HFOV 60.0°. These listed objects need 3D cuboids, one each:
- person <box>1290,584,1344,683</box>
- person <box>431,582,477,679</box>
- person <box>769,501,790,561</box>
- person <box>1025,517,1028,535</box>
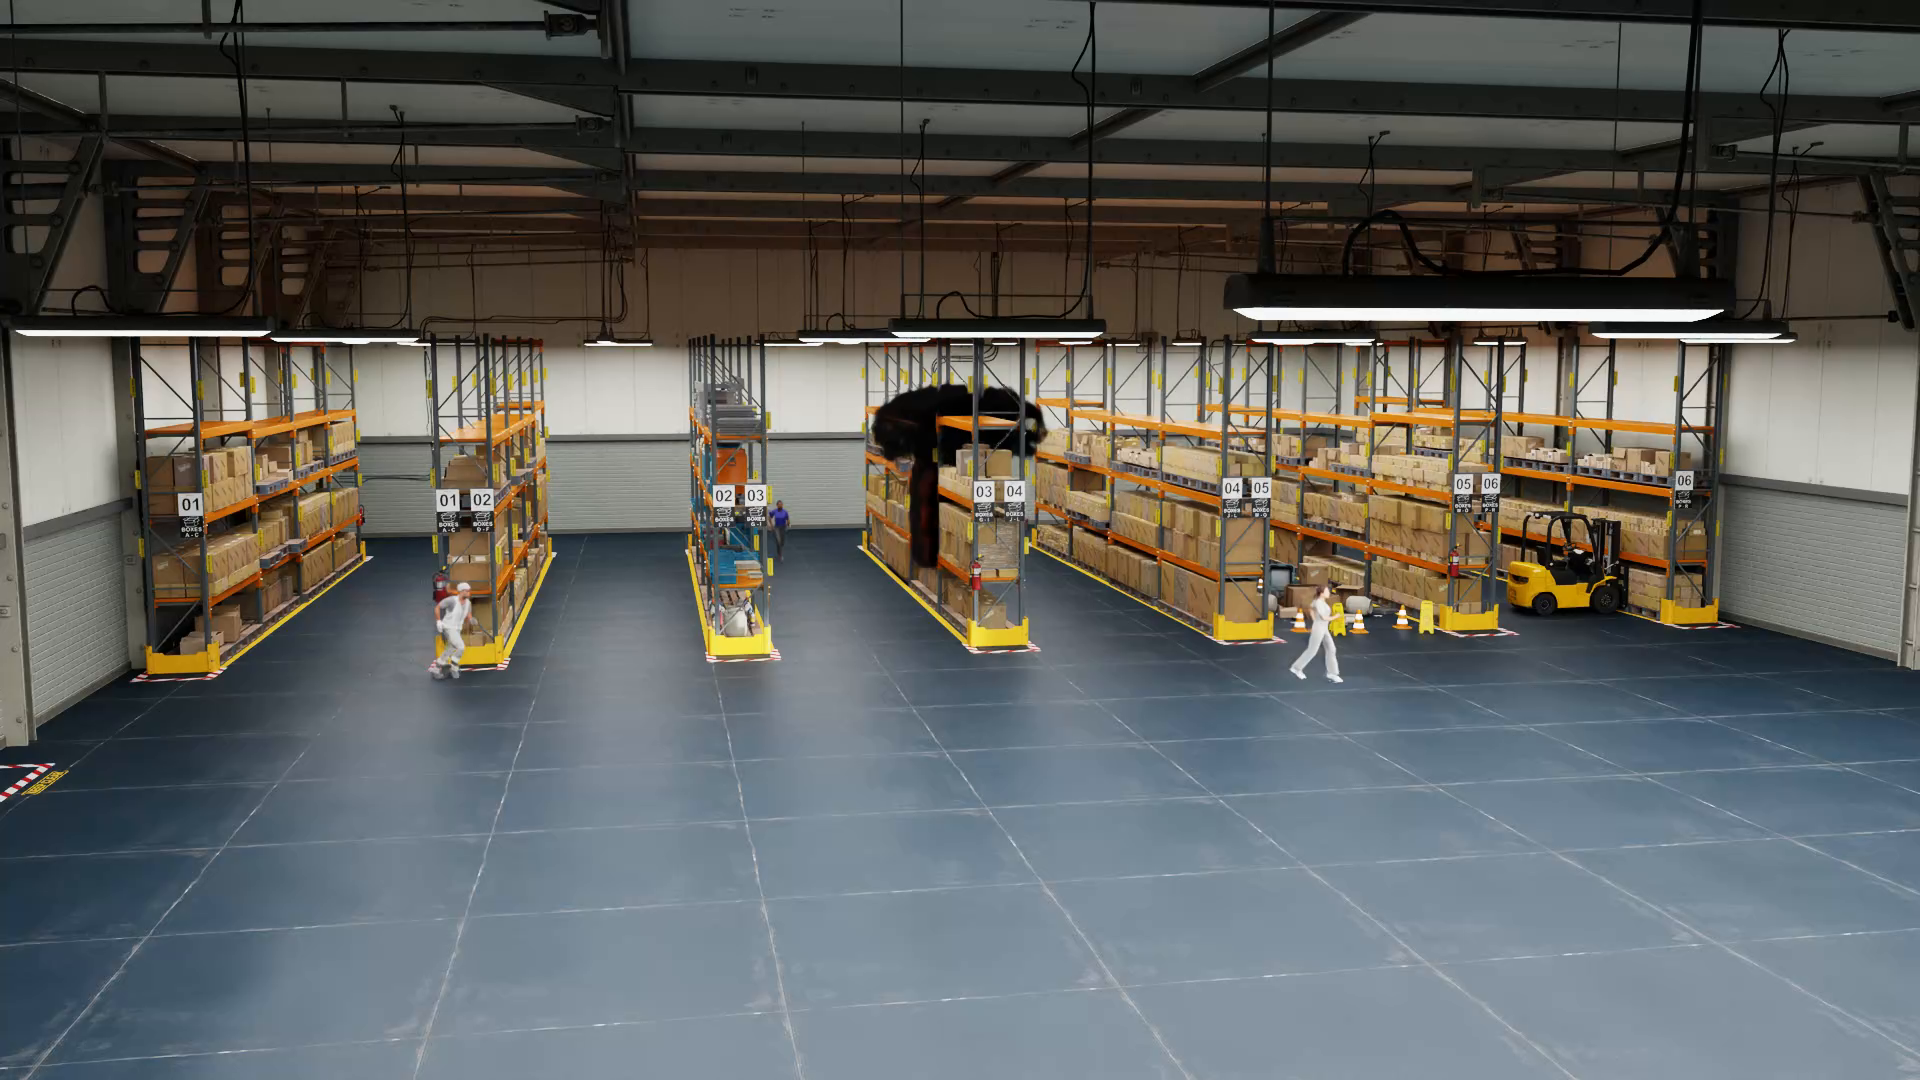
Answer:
[{"bbox_3d":[6.157,1.601,28.601,0.909,1.697,0.543,2,7,20],"label":"person"},{"bbox_3d":[-8.836,1.592,29.044,0.838,1.726,0.697,2,7,20],"label":"person"},{"bbox_3d":[-4.934,-0.264,45.384,0.559,1.626,0.813,-2,7,-19],"label":"person"},{"bbox_3d":[1.300,0.089,39.851,0.737,1.696,0.942,-2,7,-15],"label":"person"}]
